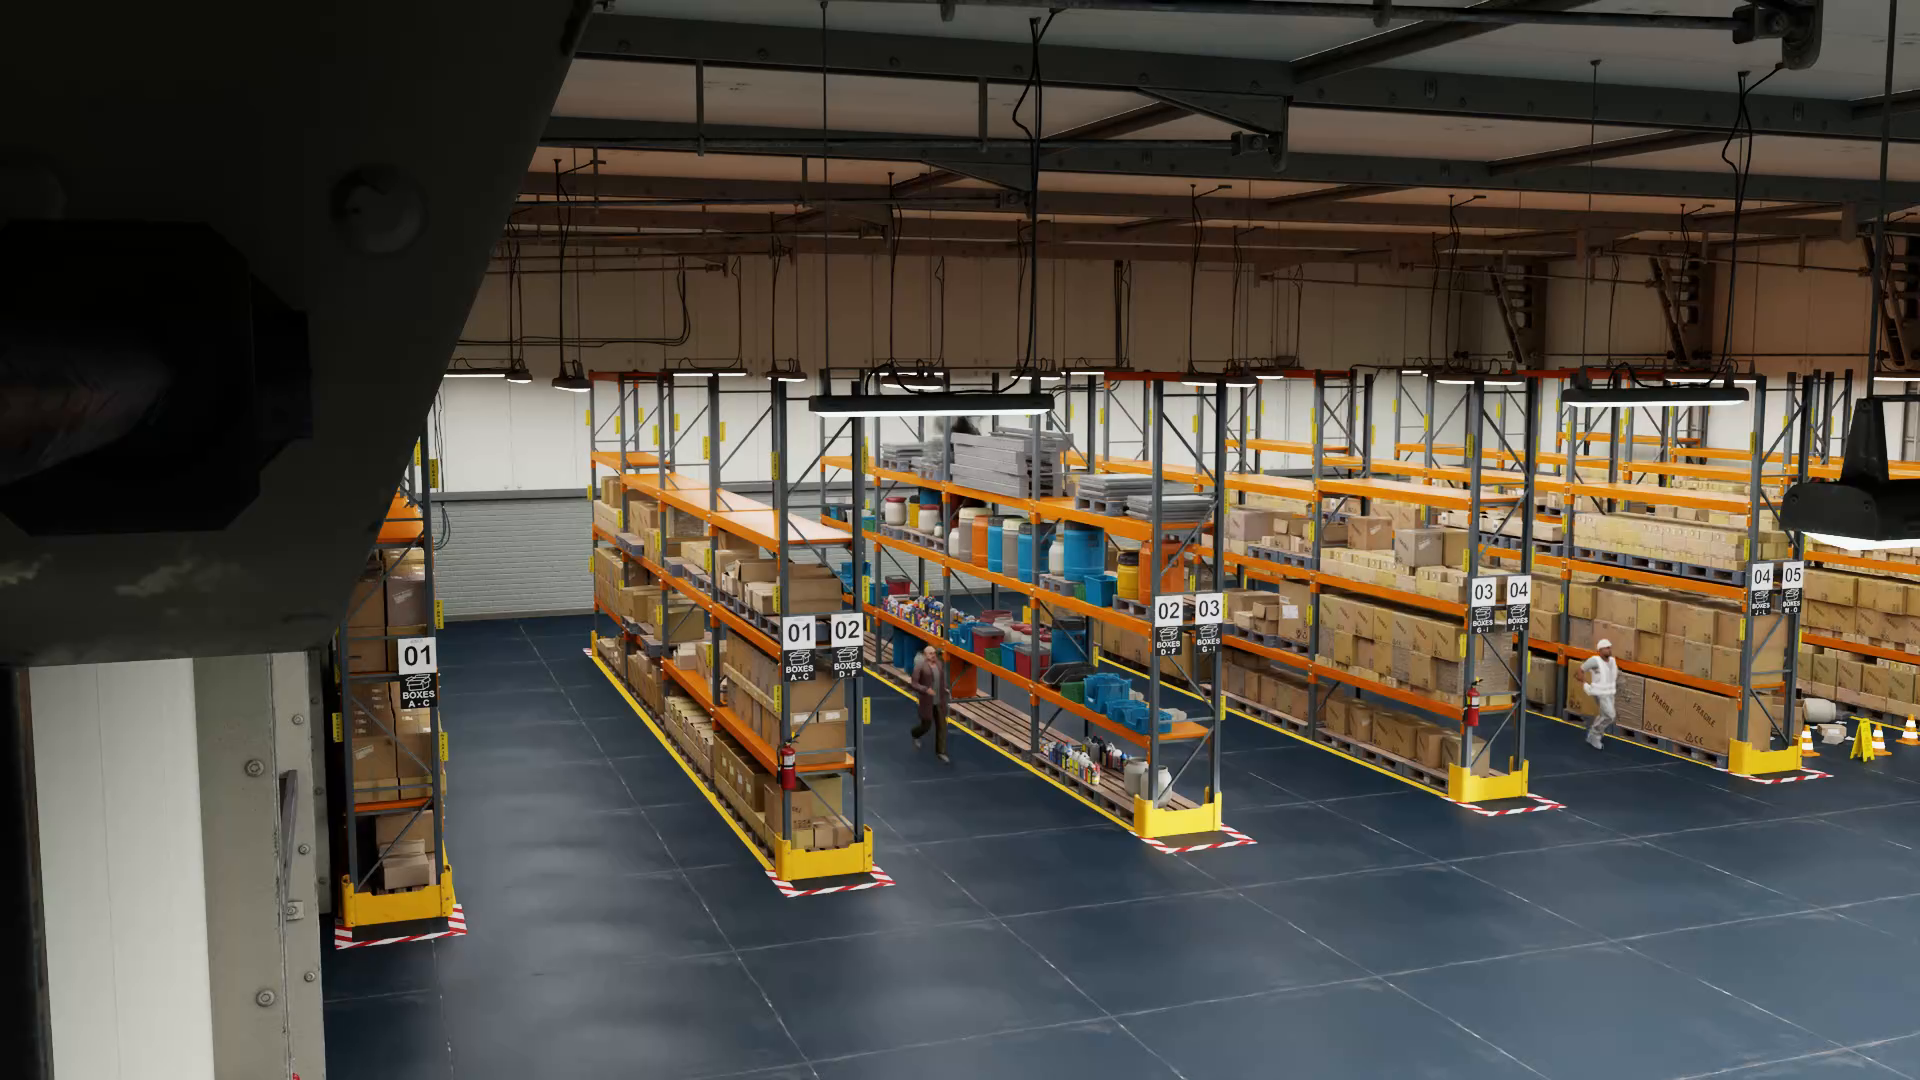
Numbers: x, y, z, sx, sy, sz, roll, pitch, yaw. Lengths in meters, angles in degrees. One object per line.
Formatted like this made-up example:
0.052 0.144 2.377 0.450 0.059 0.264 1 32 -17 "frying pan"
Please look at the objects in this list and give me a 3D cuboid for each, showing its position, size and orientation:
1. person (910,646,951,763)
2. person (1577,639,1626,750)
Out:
-0.451 2.521 25.873 0.718 1.762 1.024 -4 7 -31 "person"
10.332 2.476 26.637 0.660 1.768 0.682 -4 7 -31 "person"
